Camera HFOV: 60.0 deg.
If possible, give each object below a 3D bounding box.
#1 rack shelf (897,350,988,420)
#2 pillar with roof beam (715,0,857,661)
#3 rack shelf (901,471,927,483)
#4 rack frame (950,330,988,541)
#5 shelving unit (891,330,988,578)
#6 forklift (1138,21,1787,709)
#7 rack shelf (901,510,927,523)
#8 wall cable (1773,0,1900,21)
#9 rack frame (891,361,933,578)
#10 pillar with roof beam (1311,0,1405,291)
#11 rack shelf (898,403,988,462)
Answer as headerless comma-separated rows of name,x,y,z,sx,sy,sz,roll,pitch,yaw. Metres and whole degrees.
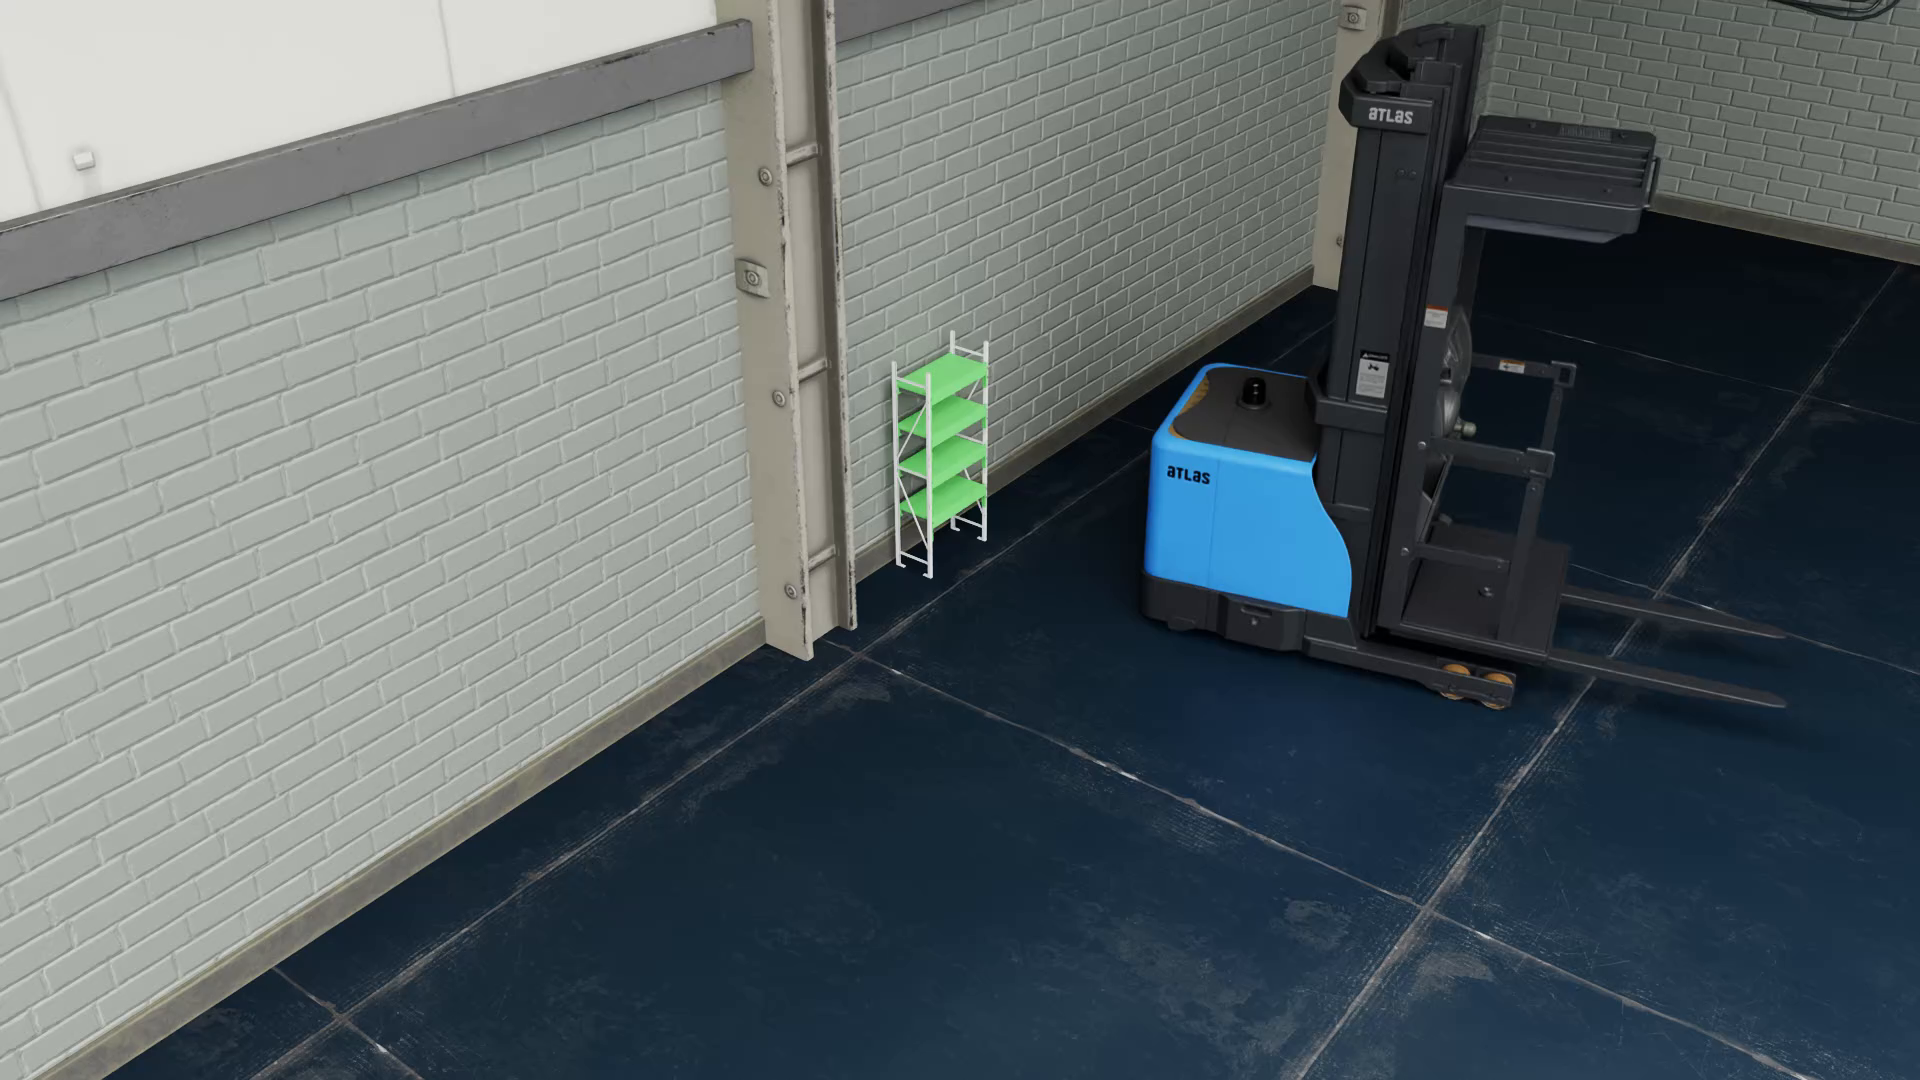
rack shelf,-0.100,-0.807,8.618,0.258,0.148,0.480,21,37,31
pillar with roof beam,2.670,-2.073,3.922,9.100,9.000,0.400,21,37,31
rack shelf,-0.100,-0.419,8.849,0.199,0.029,0.442,21,37,31
rack frame,0.047,-0.548,8.998,0.240,1.200,0.015,21,37,31
shelving unit,-0.100,-0.449,8.831,0.258,1.200,0.503,21,37,31
forklift,2.479,-0.768,7.671,3.031,2.935,1.130,12,33,20
rack shelf,-0.100,-0.212,8.971,0.199,0.029,0.442,21,37,31
wall cable,5.692,-5.292,12.398,3.097,2.526,0.112,21,37,31
rack frame,-0.247,-0.350,8.663,0.240,1.200,0.015,21,37,31
pillar with roof beam,6.292,-4.512,8.037,9.100,9.000,0.400,21,37,31
rack shelf,-0.100,-0.600,8.741,0.258,0.148,0.480,21,37,31
